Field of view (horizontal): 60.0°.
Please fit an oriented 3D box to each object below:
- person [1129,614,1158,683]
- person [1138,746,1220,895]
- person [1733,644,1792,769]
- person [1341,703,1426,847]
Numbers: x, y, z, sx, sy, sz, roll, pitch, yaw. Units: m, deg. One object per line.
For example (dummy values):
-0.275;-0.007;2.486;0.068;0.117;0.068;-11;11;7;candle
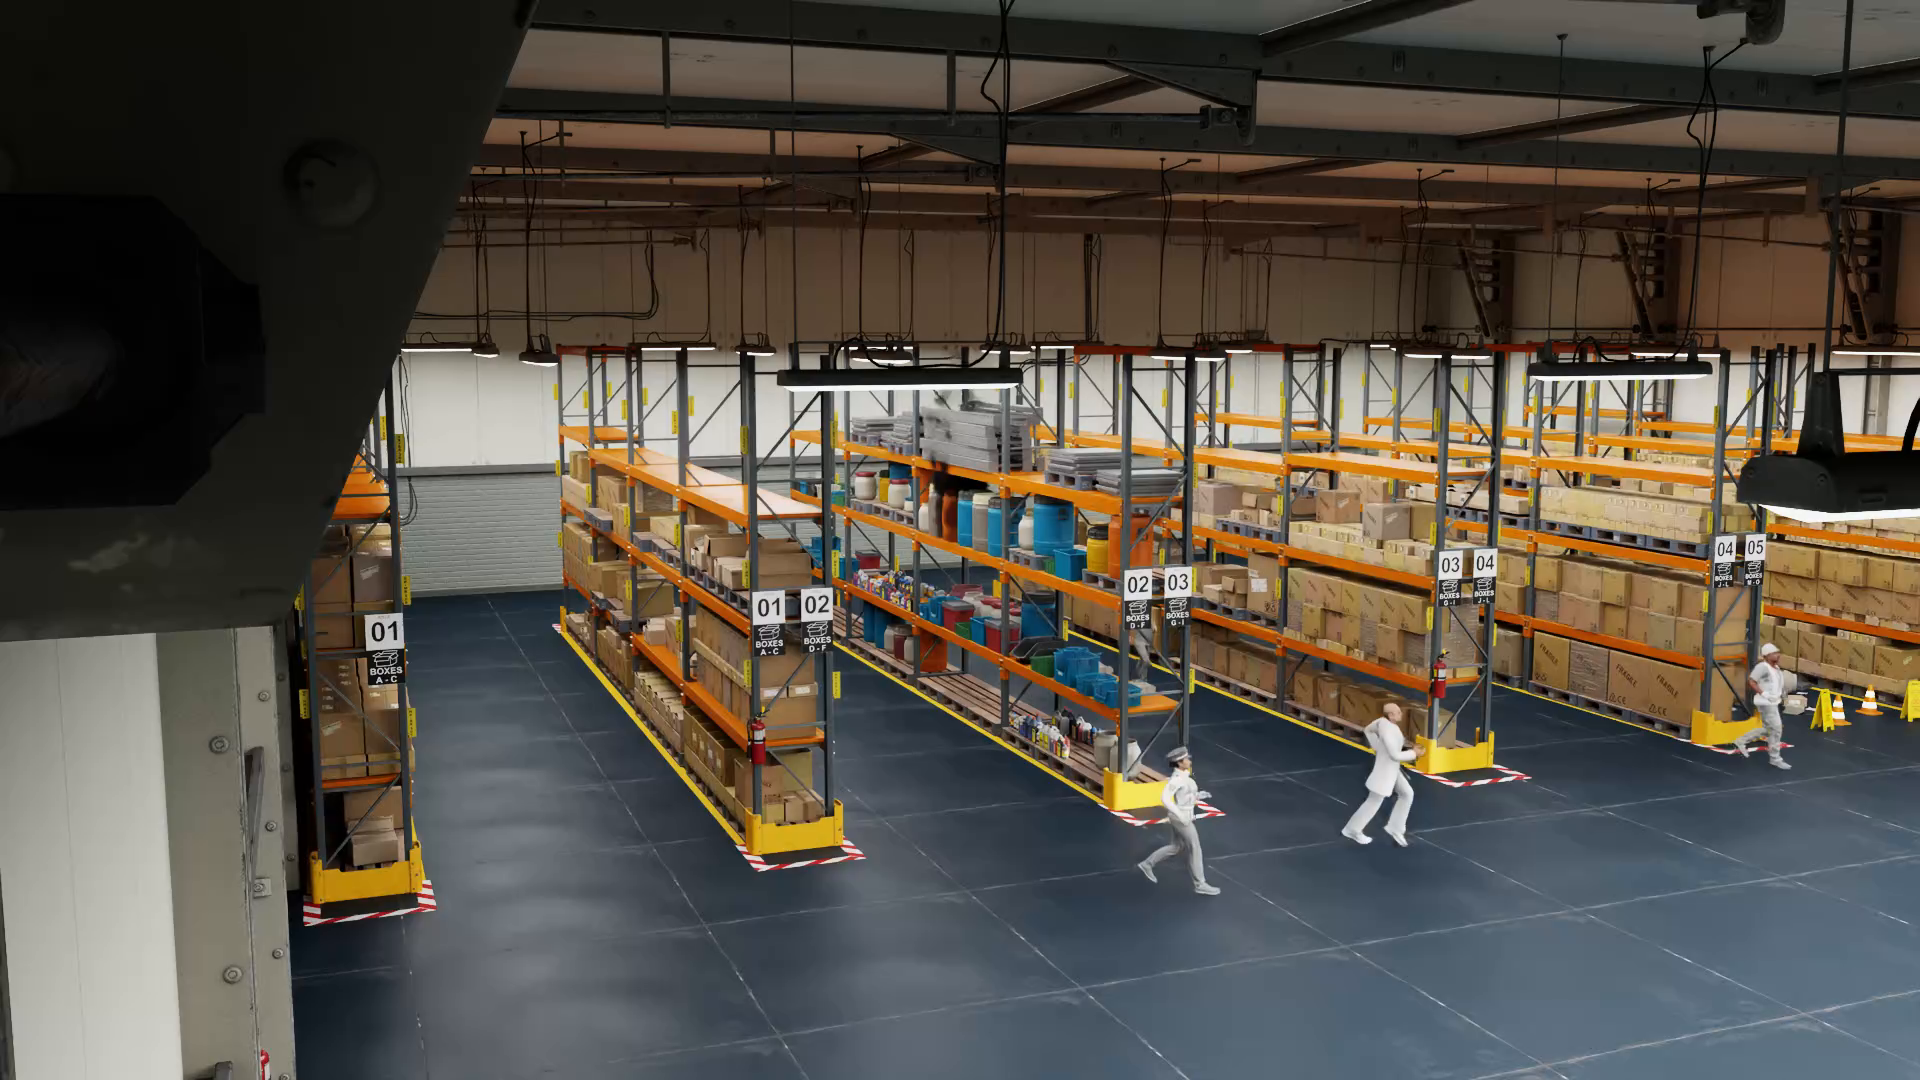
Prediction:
3.193;1.858;29.031;0.503;1.640;0.710;-5;9;-33;person
2.415;3.121;18.626;0.832;1.672;0.618;1;7;7;person
11.737;2.397;24.220;0.828;1.796;0.734;6;10;41;person
5.192;2.878;20.362;0.973;1.824;0.734;2;7;14;person
